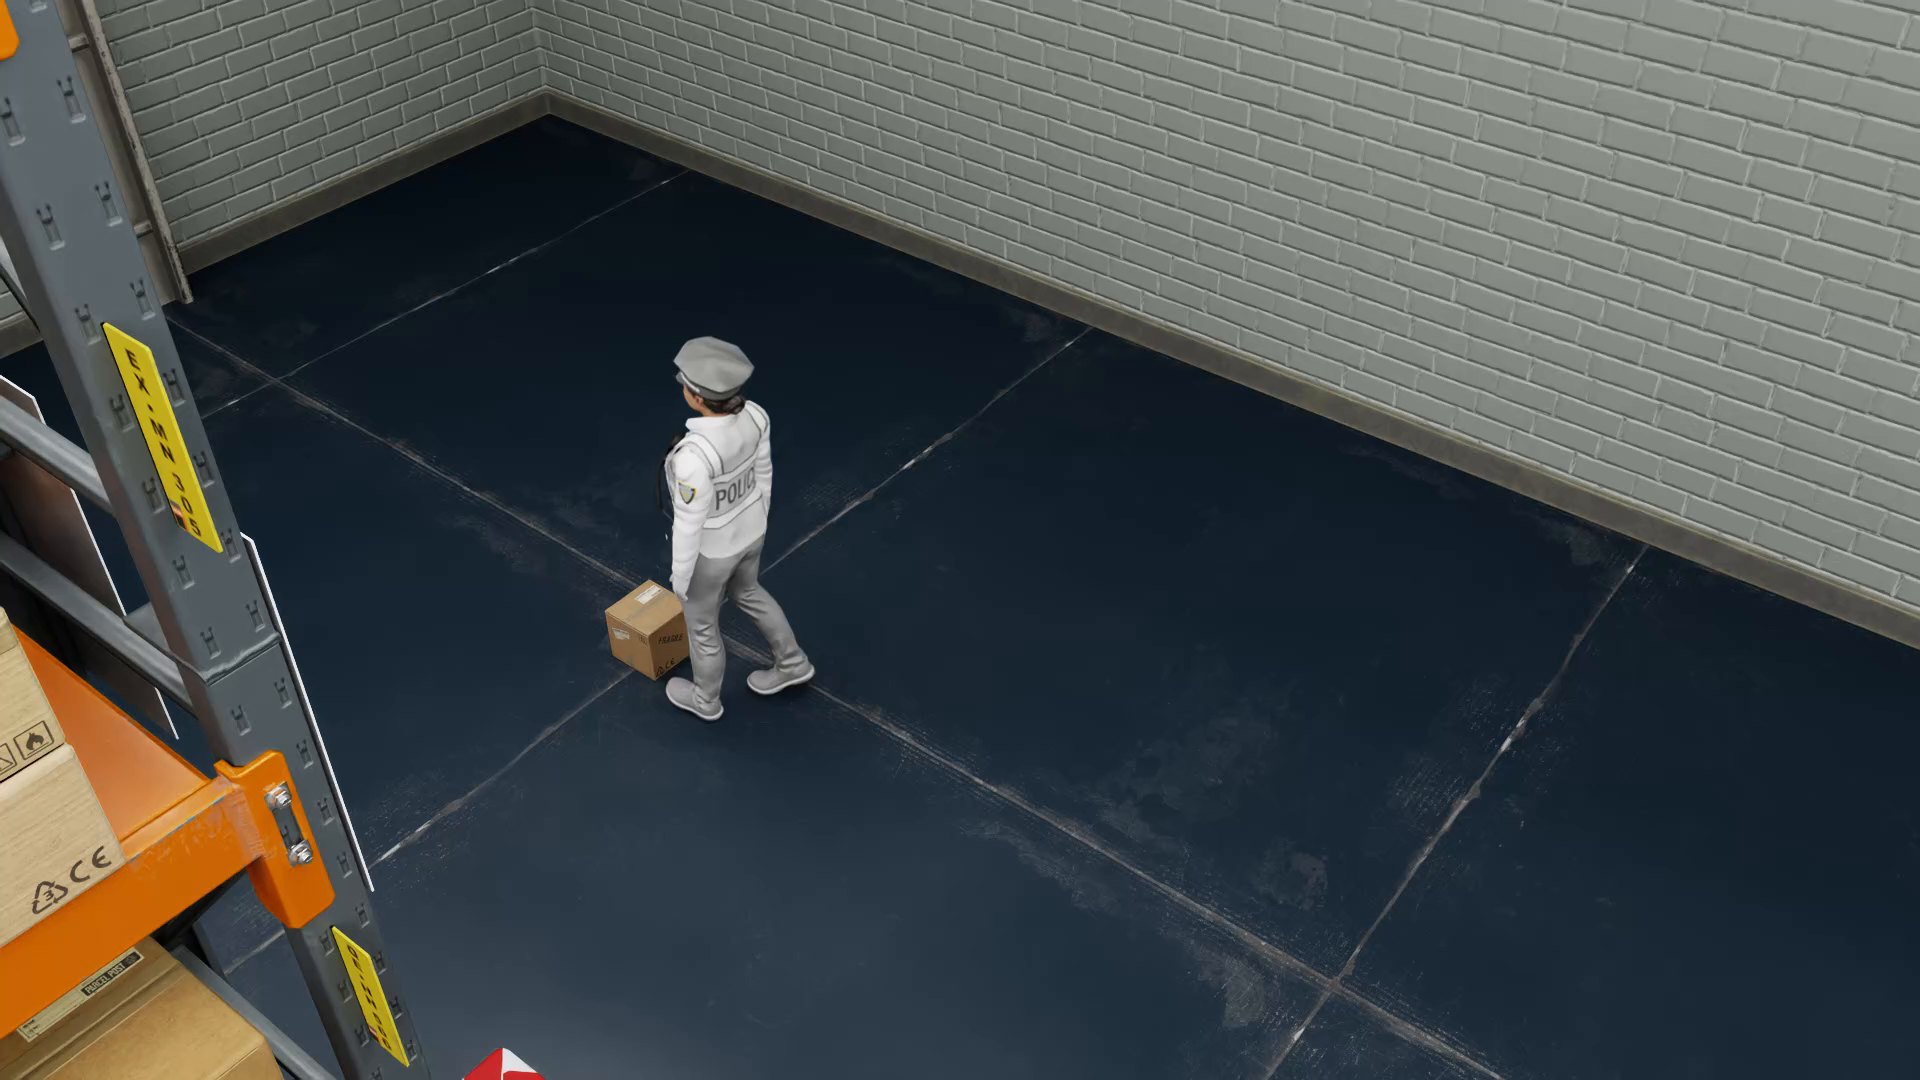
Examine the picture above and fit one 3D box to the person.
[{"bbox_3d":[-0.912,-0.013,6.145,0.508,1.680,0.512,22,44,24],"label":"person"}]
